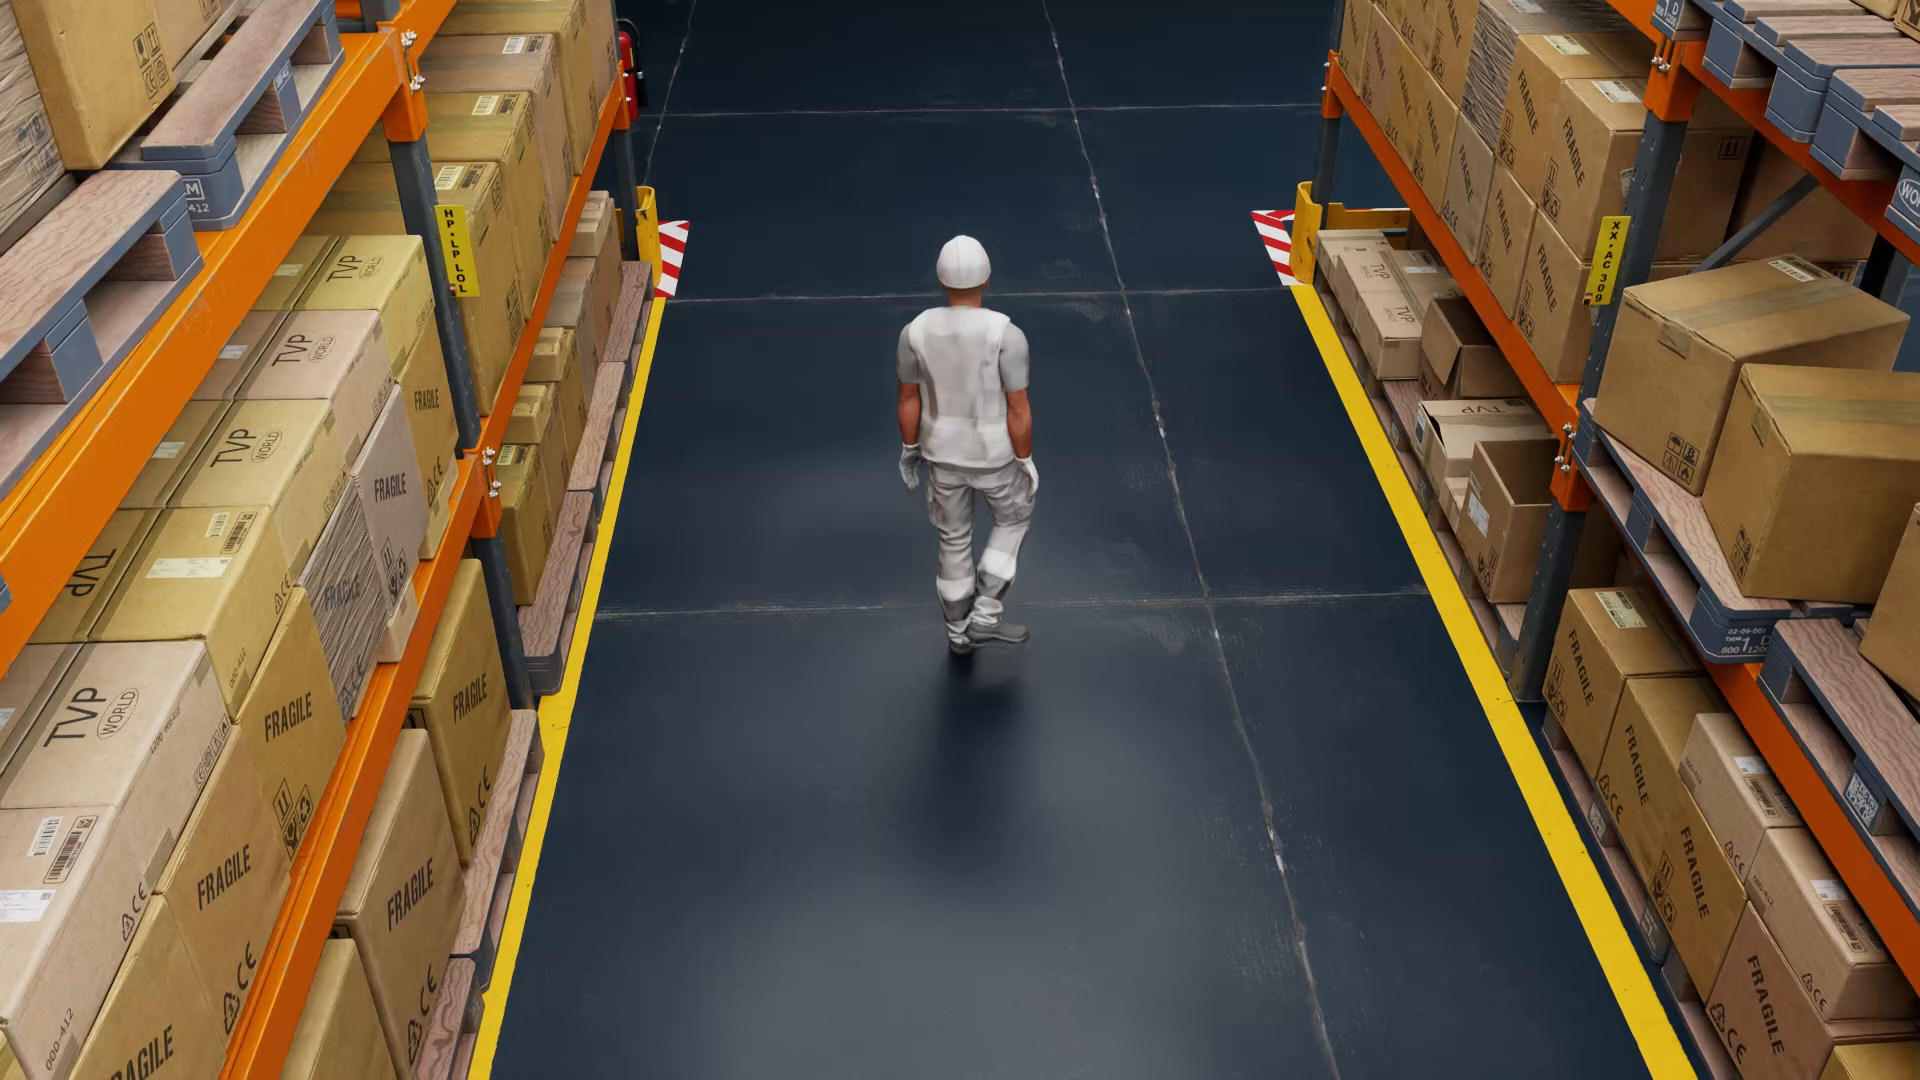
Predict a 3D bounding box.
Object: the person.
[{"bbox_3d":[0.032,-0.321,6.568,0.587,1.780,0.538,8,36,12],"label":"person"}]
